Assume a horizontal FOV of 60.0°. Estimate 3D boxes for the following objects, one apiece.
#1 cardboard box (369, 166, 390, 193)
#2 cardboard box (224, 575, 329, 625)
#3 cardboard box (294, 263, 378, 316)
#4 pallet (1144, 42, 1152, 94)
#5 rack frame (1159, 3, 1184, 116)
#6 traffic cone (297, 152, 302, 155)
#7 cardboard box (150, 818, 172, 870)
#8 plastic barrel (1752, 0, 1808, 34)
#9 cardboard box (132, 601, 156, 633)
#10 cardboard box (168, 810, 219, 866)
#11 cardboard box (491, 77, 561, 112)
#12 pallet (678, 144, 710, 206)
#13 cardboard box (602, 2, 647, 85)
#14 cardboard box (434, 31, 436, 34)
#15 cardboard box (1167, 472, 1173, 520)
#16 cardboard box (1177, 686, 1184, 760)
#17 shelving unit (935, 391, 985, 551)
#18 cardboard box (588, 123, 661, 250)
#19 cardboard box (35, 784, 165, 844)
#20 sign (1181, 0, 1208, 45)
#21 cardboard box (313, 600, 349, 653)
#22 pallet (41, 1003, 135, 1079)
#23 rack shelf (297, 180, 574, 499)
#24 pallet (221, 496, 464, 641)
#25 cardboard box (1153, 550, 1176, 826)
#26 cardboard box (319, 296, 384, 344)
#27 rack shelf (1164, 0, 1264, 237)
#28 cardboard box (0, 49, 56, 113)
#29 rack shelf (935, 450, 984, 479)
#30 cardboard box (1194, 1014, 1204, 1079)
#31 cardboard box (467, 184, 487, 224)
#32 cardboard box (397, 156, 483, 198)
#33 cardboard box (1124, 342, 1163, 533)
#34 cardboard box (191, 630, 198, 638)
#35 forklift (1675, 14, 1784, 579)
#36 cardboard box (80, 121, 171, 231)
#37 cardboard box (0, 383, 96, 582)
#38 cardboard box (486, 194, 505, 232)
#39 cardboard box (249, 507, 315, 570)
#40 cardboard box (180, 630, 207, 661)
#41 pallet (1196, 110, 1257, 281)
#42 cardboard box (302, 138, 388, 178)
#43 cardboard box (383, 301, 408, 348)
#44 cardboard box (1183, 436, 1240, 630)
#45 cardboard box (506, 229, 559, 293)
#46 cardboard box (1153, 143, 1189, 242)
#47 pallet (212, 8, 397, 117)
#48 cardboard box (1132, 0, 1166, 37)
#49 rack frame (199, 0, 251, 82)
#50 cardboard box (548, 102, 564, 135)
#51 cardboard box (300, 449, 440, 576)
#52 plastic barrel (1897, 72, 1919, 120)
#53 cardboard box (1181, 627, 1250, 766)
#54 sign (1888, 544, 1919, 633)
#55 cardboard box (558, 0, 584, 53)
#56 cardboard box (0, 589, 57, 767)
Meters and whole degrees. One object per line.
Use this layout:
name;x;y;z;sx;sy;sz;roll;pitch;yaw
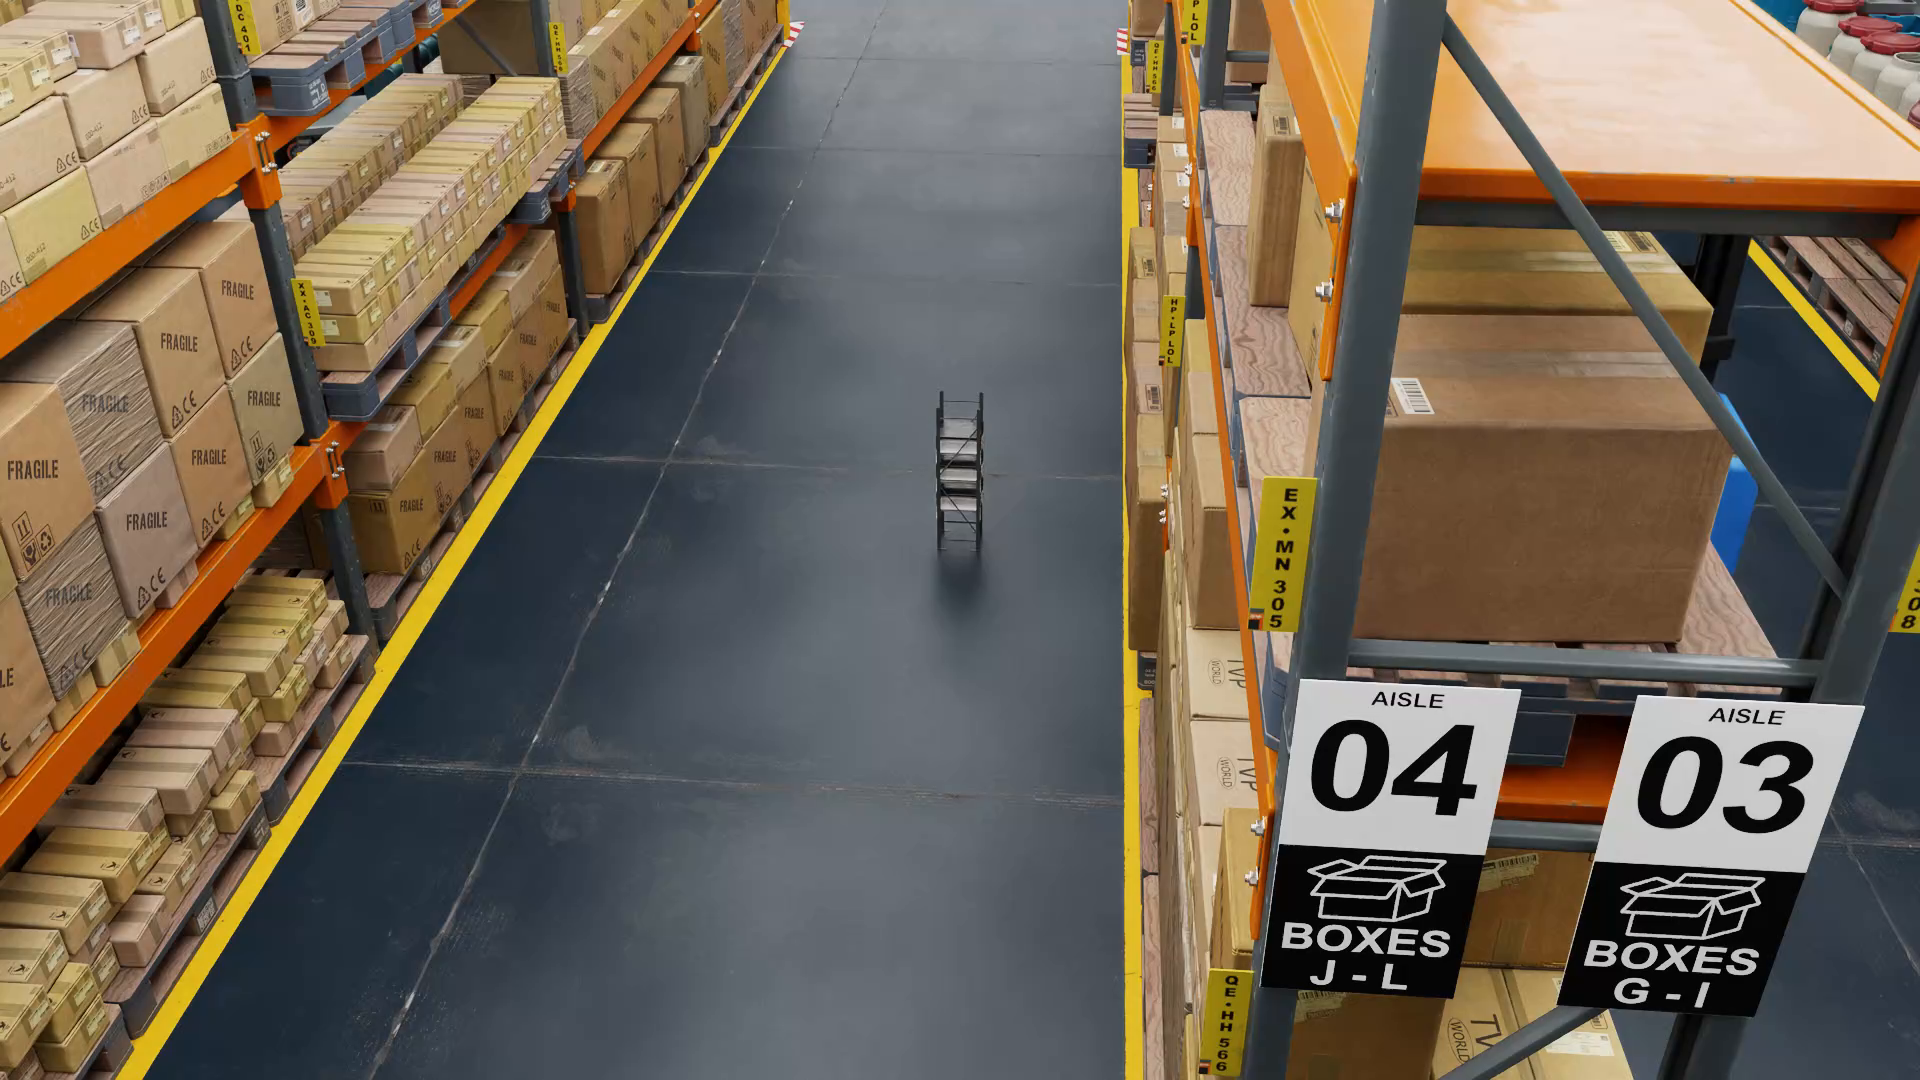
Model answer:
cardboard box;-3.505;-2.049;9.551;0.380;0.149;0.250;2;32;4
cardboard box;-3.258;0.303;7.930;0.380;0.149;0.250;3;32;5
cardboard box;-2.997;-1.188;7.870;0.380;0.149;0.250;4;32;6
pallet;1.893;-3.458;12.466;1.003;0.211;1.213;2;32;4
rack frame;1.773;-2.503;10.733;1.000;3.000;0.127;2;32;4
traffic cone;-5.511;-3.035;14.015;0.336;0.463;0.334;2;32;4
cardboard box;-3.436;1.231;6.707;0.380;0.149;0.250;4;32;6
plastic barrel;6.702;-4.407;13.345;0.600;0.901;0.708;2;32;4
cardboard box;-3.383;0.275;6.465;0.380;0.149;0.250;2;32;3
cardboard box;-3.353;1.253;6.955;0.380;0.149;0.250;3;32;5
cardboard box;-2.745;-2.817;10.514;0.380;0.149;0.250;1;32;2
pallet;-2.824;-3.266;14.628;1.003;0.211;1.213;2;32;4
cardboard box;-2.734;-3.824;12.780;0.500;0.500;0.500;2;32;3
cardboard box;-5.073;-5.020;17.197;0.797;0.503;0.637;-20;37;-29
cardboard box;1.092;-0.164;7.177;0.380;0.149;0.250;3;32;4
cardboard box;0.966;0.651;5.854;0.380;0.149;0.250;2;32;3
shelving unit;-0.001;-0.379;9.287;0.258;0.900;0.210;2;32;4
cardboard box;-2.955;-2.761;12.895;1.050;0.750;0.750;3;32;5
cardboard box;-3.420;1.113;6.615;0.380;0.149;0.250;3;32;4
sign;0.906;-2.061;6.363;0.100;0.325;0.005;2;32;4
cardboard box;-3.197;0.410;8.039;0.380;0.149;0.250;3;32;5
pallet;-3.706;2.140;5.857;1.003;0.211;1.213;2;32;4
rack shelf;-3.325;-1.416;9.654;1.077;0.370;4.000;2;32;4
pallet;-3.426;0.104;9.161;1.003;0.211;1.213;2;32;4
cardboard box;1.314;0.656;7.232;0.875;0.875;0.875;2;32;4
cardboard box;-2.997;-1.061;7.948;0.380;0.149;0.250;3;32;5
rack shelf;1.610;-2.428;8.438;1.077;0.370;4.000;2;32;4
cardboard box;-3.318;-1.551;5.616;0.380;0.149;0.250;1;32;2
rack shelf;-0.001;-0.427;9.258;0.258;0.077;0.200;2;32;4
cardboard box;0.842;1.451;4.556;0.380;0.149;0.250;3;32;4
cardboard box;-2.872;-1.879;9.276;0.380;0.149;0.250;2;32;3
cardboard box;-2.875;-2.005;9.197;0.380;0.149;0.250;3;32;5
cardboard box;1.551;-0.489;9.089;1.225;0.875;0.875;1;32;2
cardboard box;-3.804;0.418;7.743;0.380;0.149;0.250;4;32;6
forklift;3.633;-1.510;9.186;1.130;2.935;3.031;4;32;6
cardboard box;-3.311;-1.361;6.163;0.500;0.250;0.500;2;32;4
cardboard box;-3.375;-0.205;5.671;0.500;0.500;0.500;1;32;2
cardboard box;-2.854;-1.892;9.580;0.380;0.149;0.250;3;32;5
cardboard box;-3.679;-0.189;8.959;0.500;0.500;0.500;2;32;3
cardboard box;-3.768;0.544;7.822;0.380;0.149;0.250;3;32;4
pallet;1.370;-1.223;5.882;1.003;0.211;1.213;2;32;4
cardboard box;-3.498;-2.172;9.468;0.380;0.149;0.250;3;32;5
cardboard box;-2.981;-1.080;8.262;0.380;0.149;0.250;3;32;5
cardboard box;1.068;-0.025;5.856;0.500;0.500;0.500;1;32;2
cardboard box;-2.957;-1.833;10.913;0.500;0.250;0.500;2;32;3
cardboard box;1.422;-2.033;9.875;0.500;0.500;0.500;2;32;3
pallet;-3.332;-2.191;7.547;1.213;0.211;1.003;2;32;4
cardboard box;1.894;-4.619;13.195;1.000;1.000;1.000;3;32;4
rack frame;-3.488;-3.230;6.194;1.000;3.000;0.127;2;32;4
cardboard box;-2.749;-2.688;10.589;0.380;0.149;0.250;3;32;5
cardboard box;-3.163;-0.166;8.923;0.500;0.500;0.500;4;32;6
plastic barrel;6.580;-2.886;11.248;0.421;0.512;0.421;0;32;0
cardboard box;1.018;0.549;5.640;0.500;0.250;0.500;3;32;4
sign;1.674;0.024;2.864;0.100;0.325;0.005;2;32;4
cardboard box;-3.076;-3.735;11.683;0.700;0.500;0.500;2;32;3
cardboard box;-3.431;0.487;5.503;0.500;0.500;0.500;3;32;5
